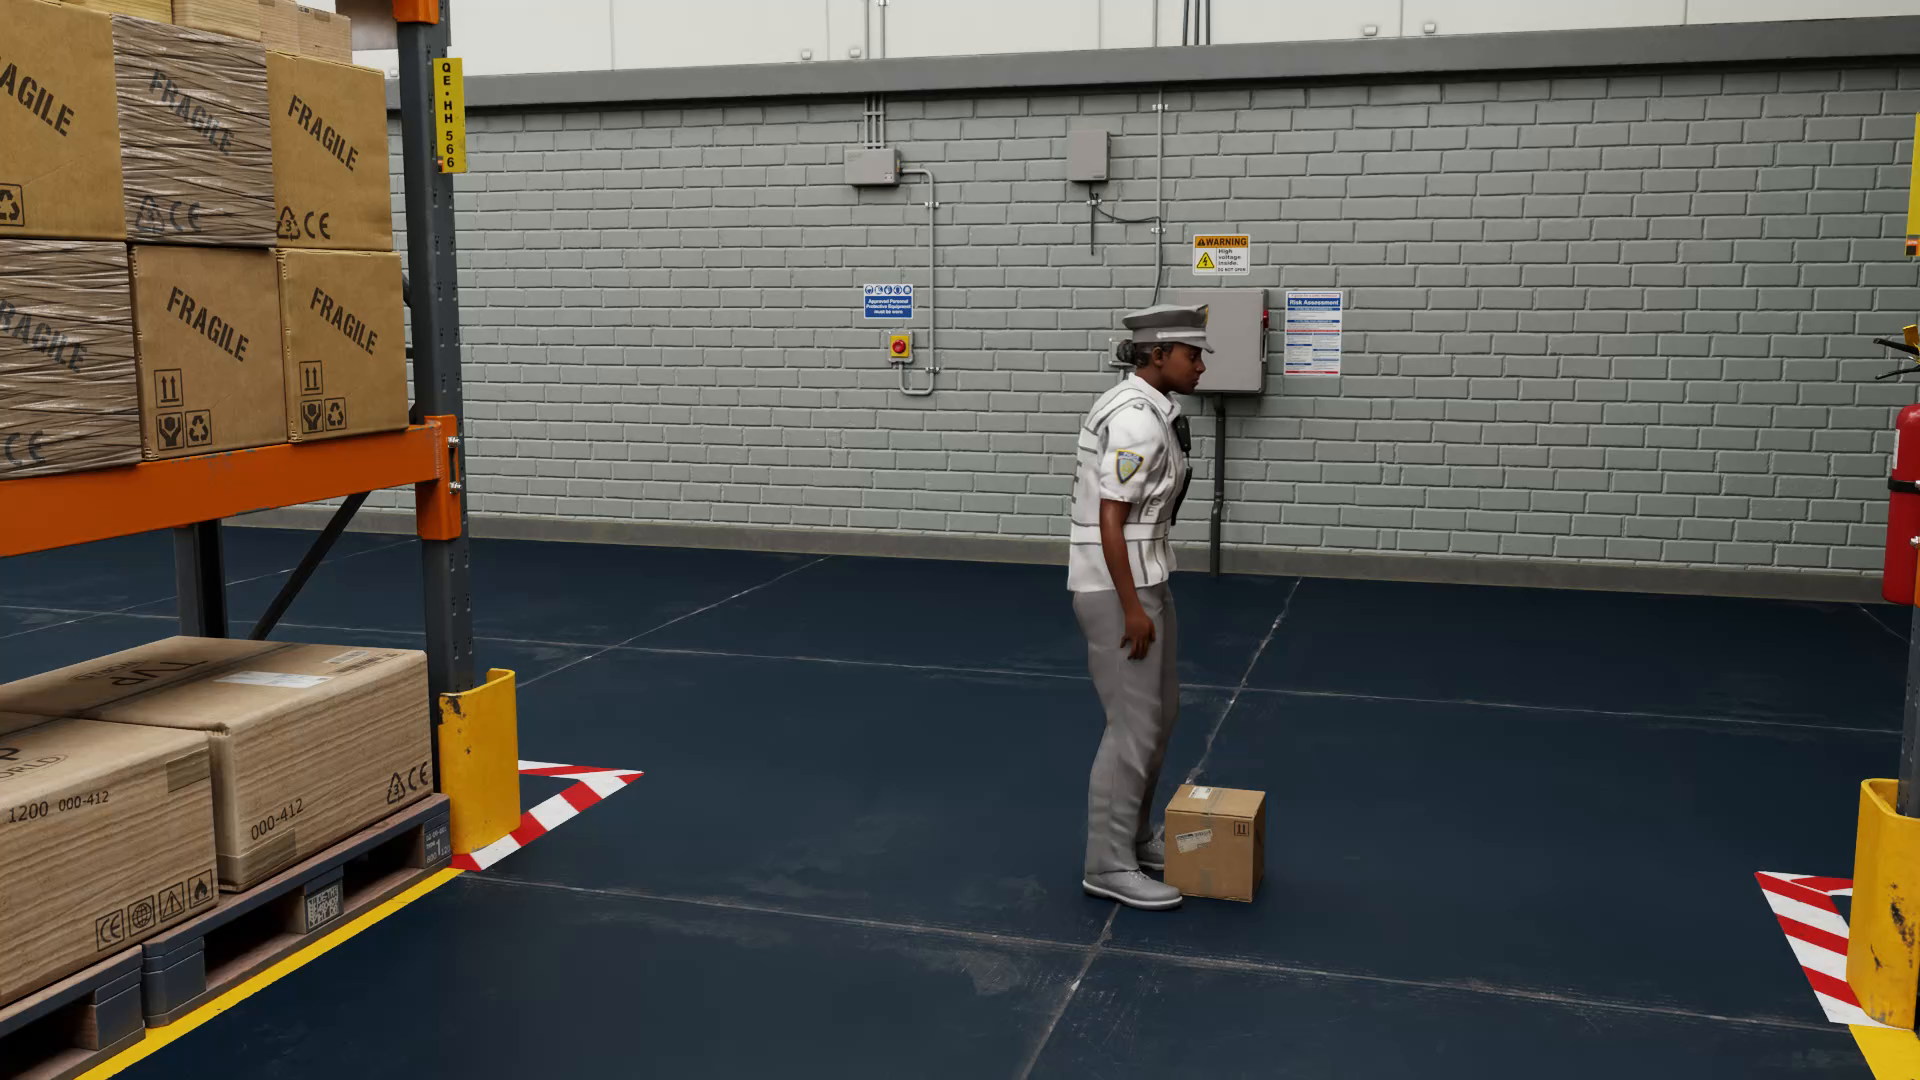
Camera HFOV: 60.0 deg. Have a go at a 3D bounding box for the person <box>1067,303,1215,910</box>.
[{"bbox_3d":[0.507,0.165,4.729,0.395,1.659,0.508,2,9,16],"label":"person"}]
